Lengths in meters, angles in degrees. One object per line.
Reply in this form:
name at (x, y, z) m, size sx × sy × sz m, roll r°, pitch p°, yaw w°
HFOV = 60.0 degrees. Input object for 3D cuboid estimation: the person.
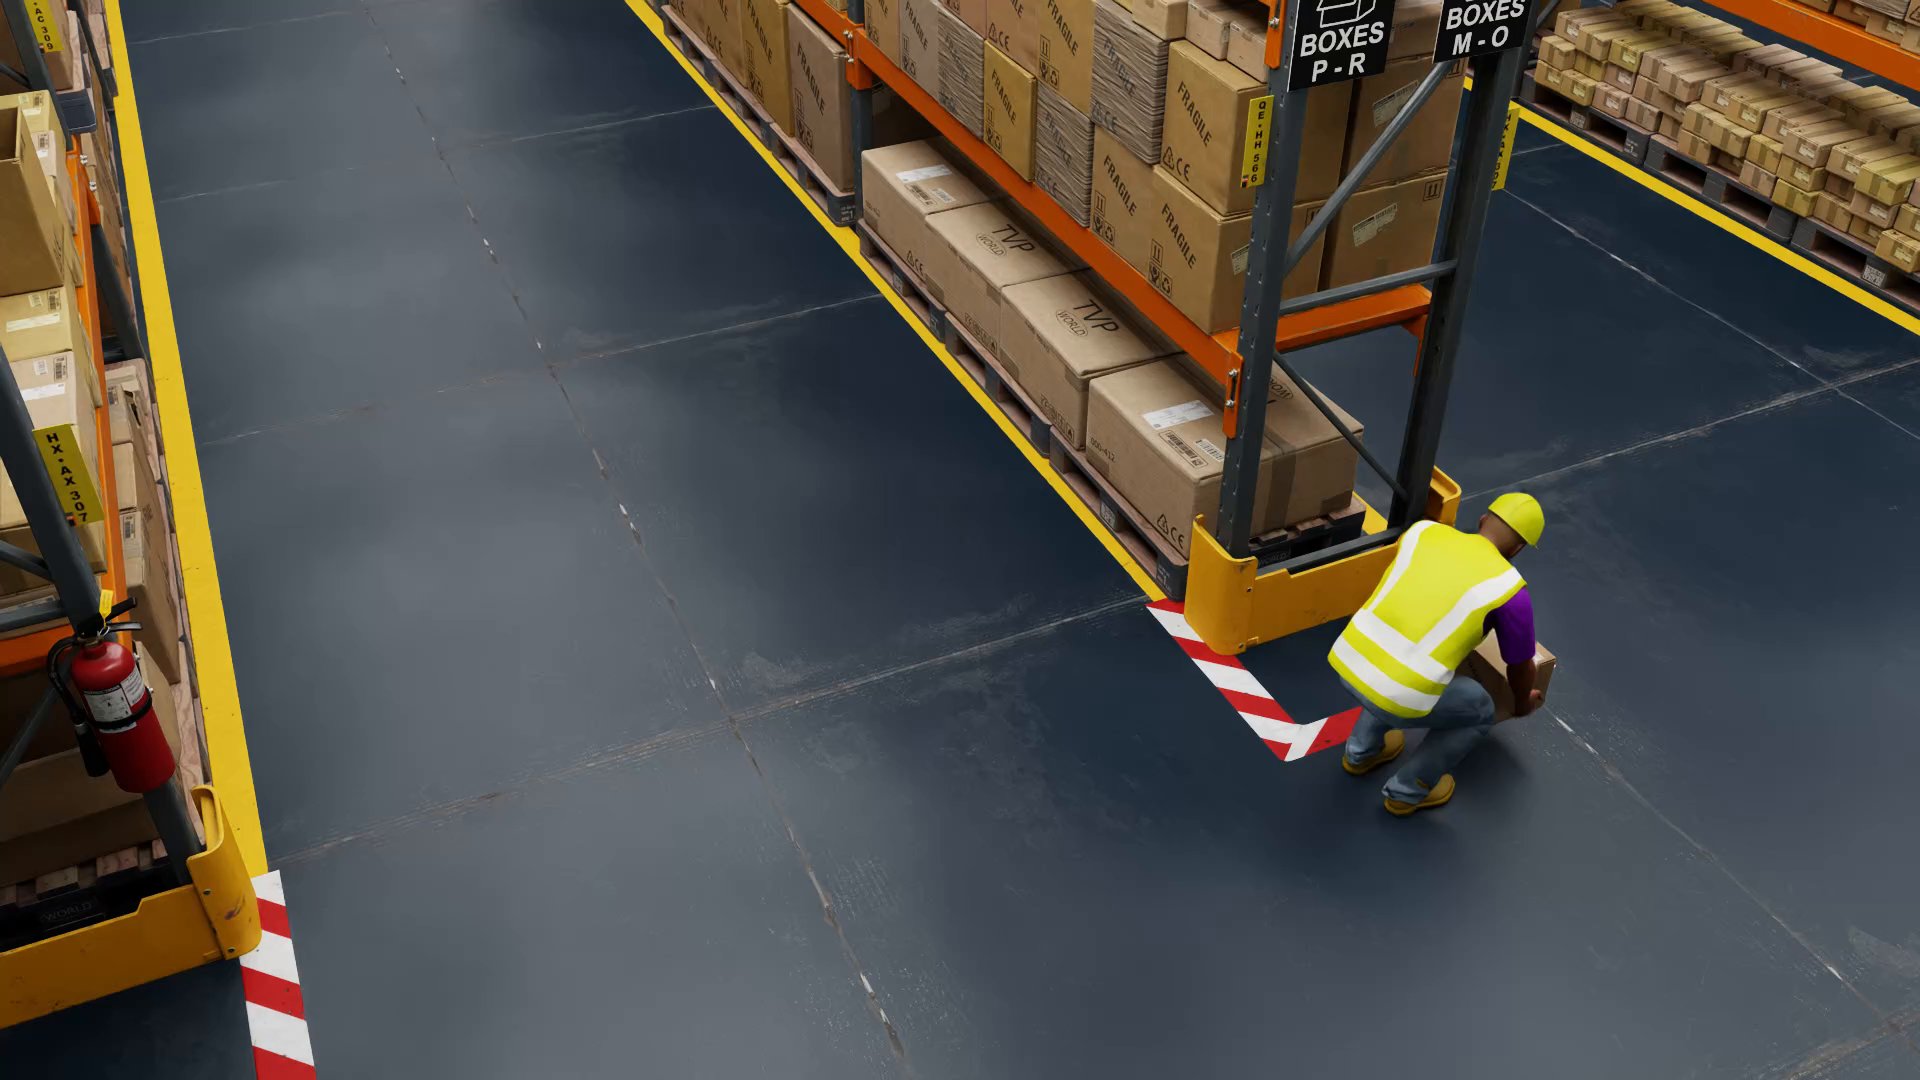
person at (1.748, 0.445, 6.149) m, size 0.885 × 1.040 × 0.587 m, roll -19°, pitch 41°, yaw -24°
